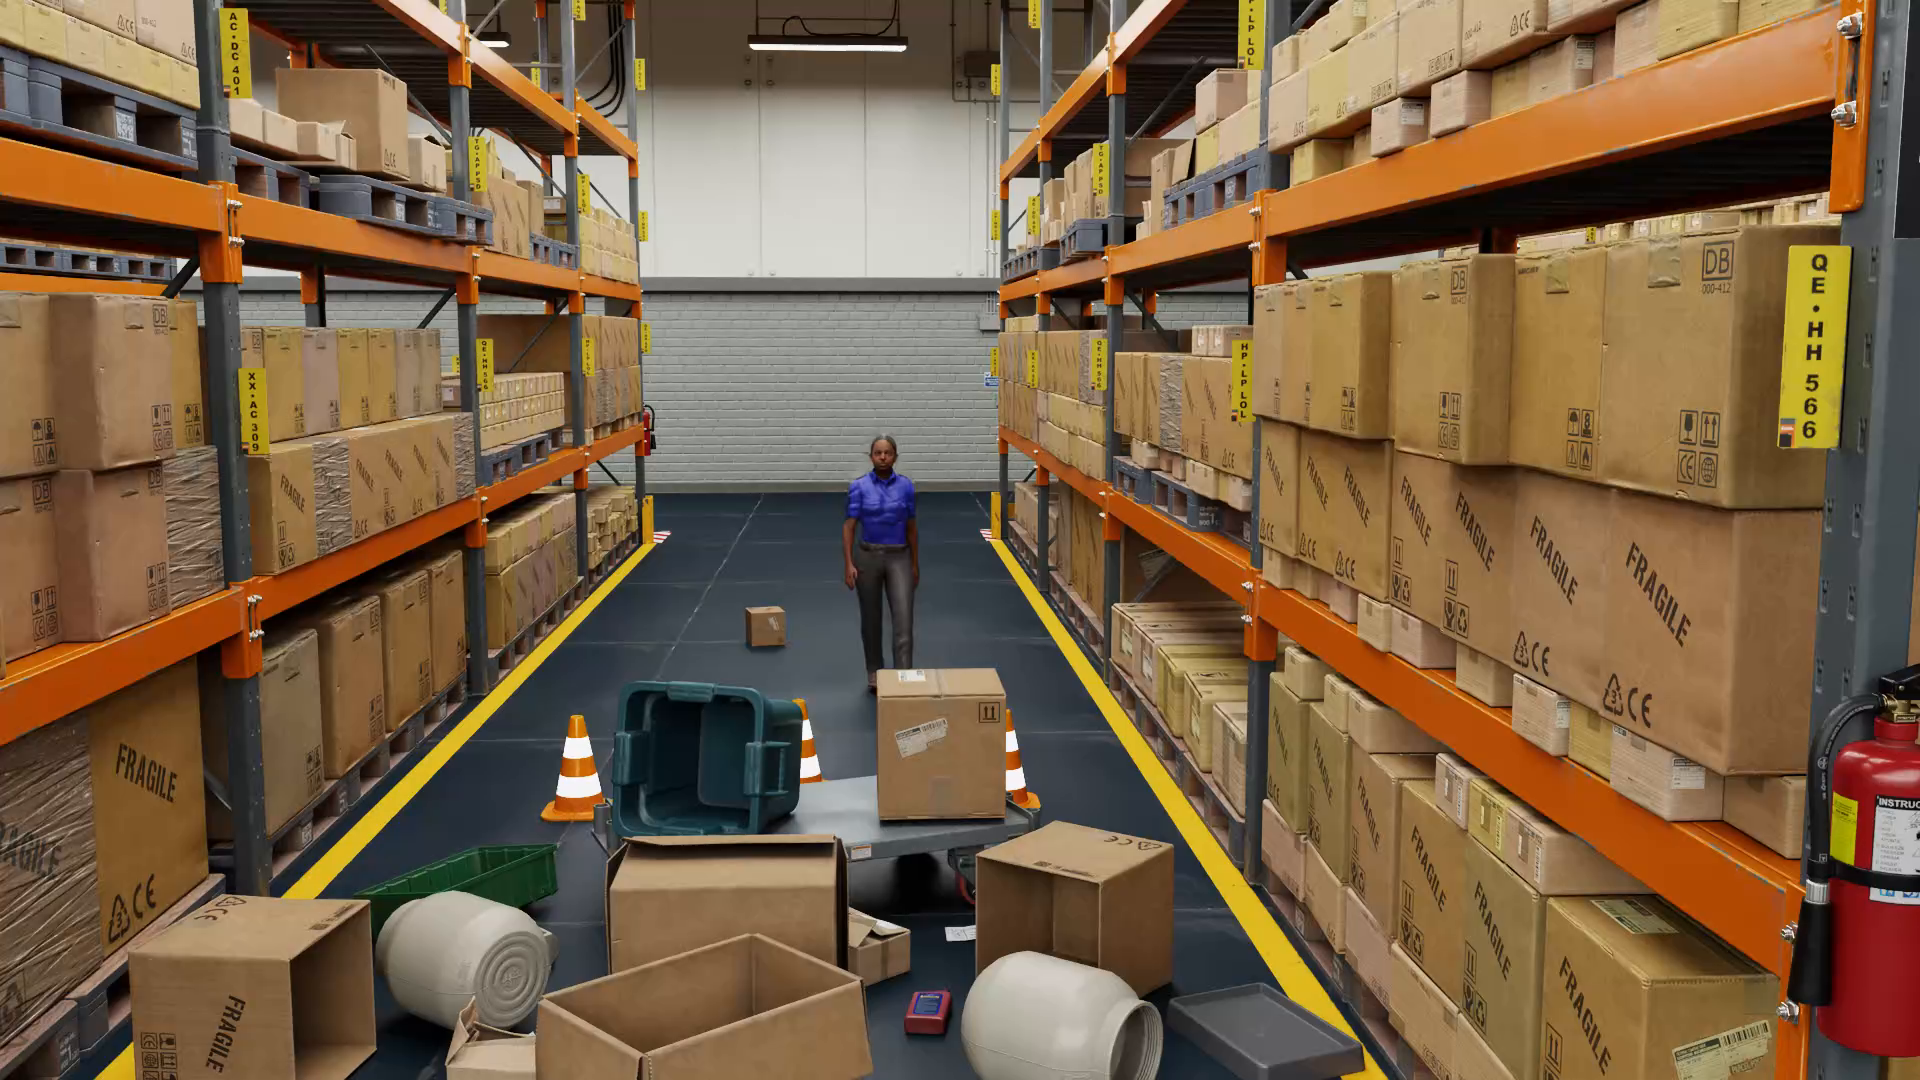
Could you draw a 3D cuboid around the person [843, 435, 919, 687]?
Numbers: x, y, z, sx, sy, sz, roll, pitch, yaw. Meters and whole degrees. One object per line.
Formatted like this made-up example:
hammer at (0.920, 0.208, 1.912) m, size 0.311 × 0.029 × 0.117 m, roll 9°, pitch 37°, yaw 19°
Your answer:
person at (-0.478, 0.174, 10.317) m, size 0.495 × 1.646 × 0.860 m, roll -1°, pitch 7°, yaw -7°
